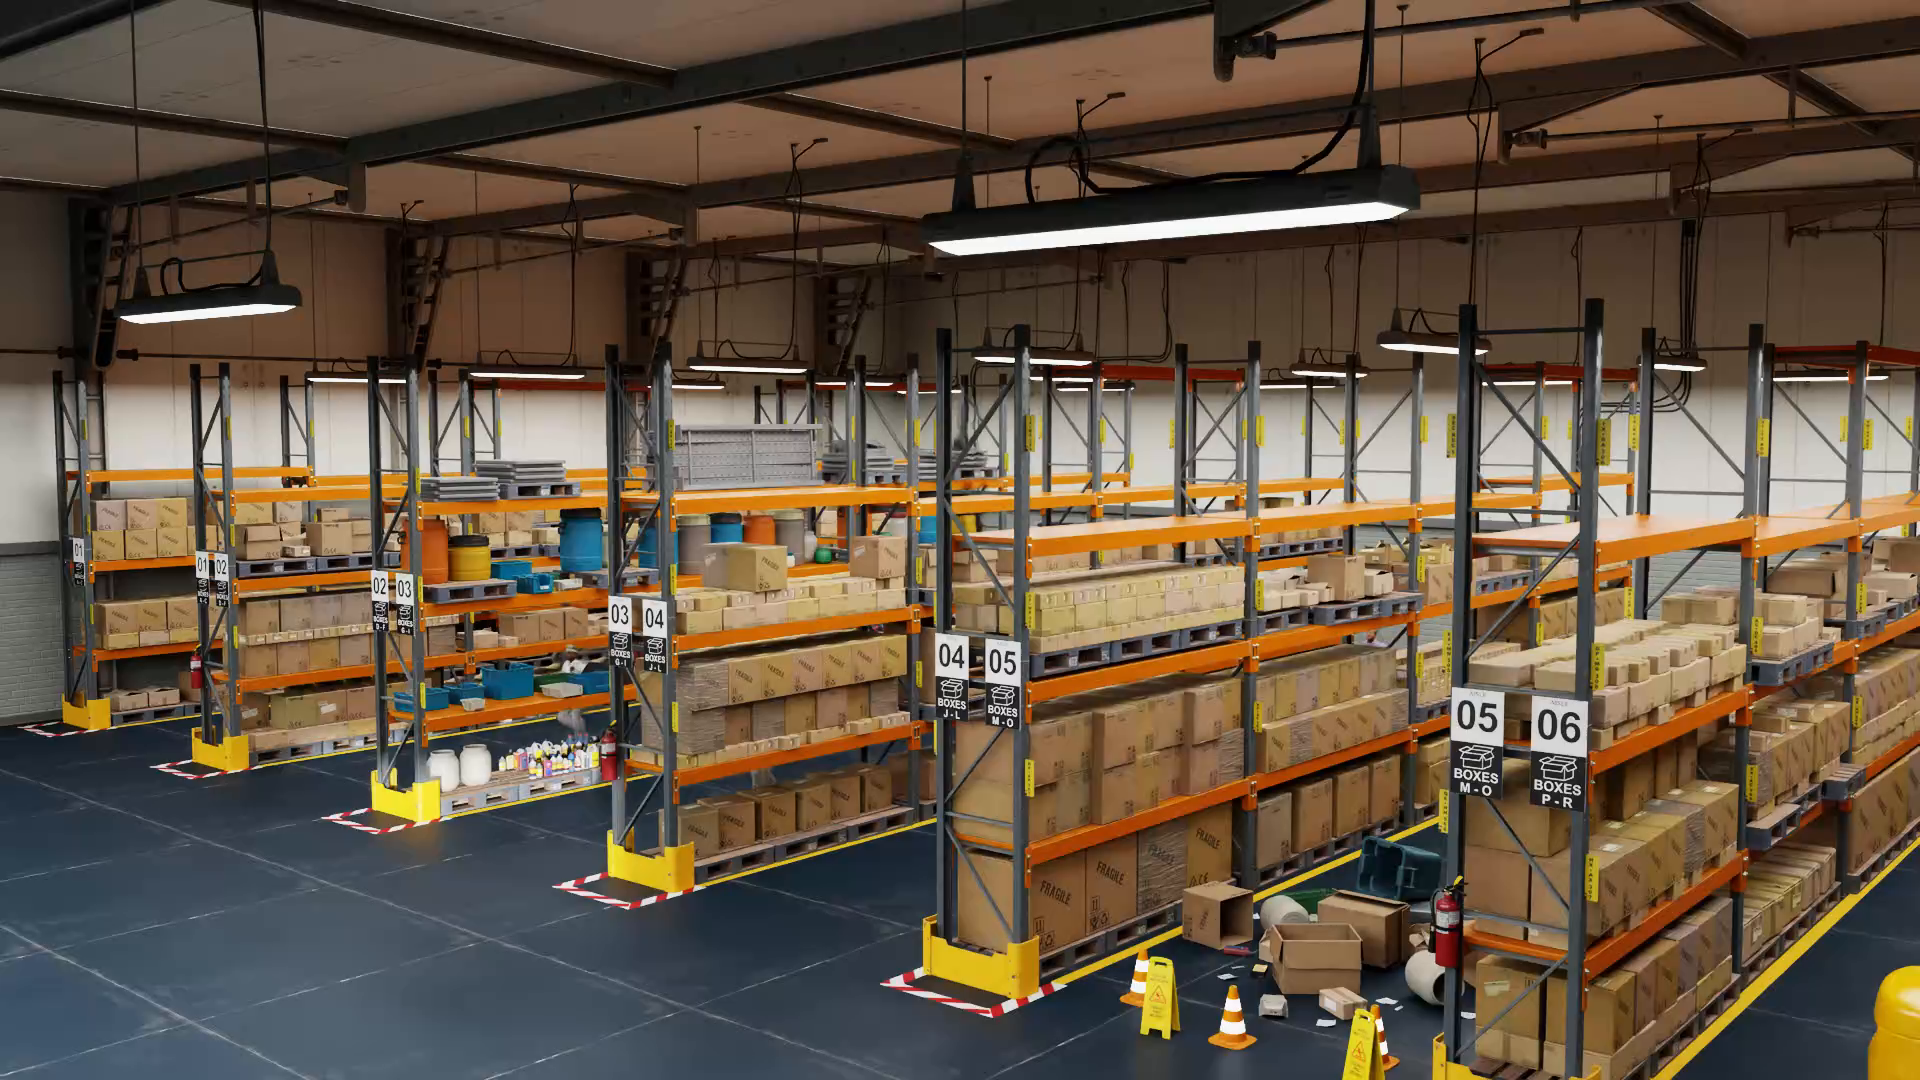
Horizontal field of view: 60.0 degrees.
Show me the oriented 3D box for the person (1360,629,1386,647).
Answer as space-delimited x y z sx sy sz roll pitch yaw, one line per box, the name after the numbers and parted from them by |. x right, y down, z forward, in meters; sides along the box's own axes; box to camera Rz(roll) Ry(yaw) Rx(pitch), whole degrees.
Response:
7.043 2.302 28.390 0.617 1.663 0.933 3 5 38 | person

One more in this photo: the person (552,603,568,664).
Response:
-7.747 2.000 32.461 0.528 1.600 0.867 2 5 31 | person

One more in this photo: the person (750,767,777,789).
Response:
-2.638 2.691 22.040 0.672 1.850 0.842 3 5 35 | person

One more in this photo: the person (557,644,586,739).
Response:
-6.143 2.453 26.251 0.559 1.639 0.586 3 5 33 | person
